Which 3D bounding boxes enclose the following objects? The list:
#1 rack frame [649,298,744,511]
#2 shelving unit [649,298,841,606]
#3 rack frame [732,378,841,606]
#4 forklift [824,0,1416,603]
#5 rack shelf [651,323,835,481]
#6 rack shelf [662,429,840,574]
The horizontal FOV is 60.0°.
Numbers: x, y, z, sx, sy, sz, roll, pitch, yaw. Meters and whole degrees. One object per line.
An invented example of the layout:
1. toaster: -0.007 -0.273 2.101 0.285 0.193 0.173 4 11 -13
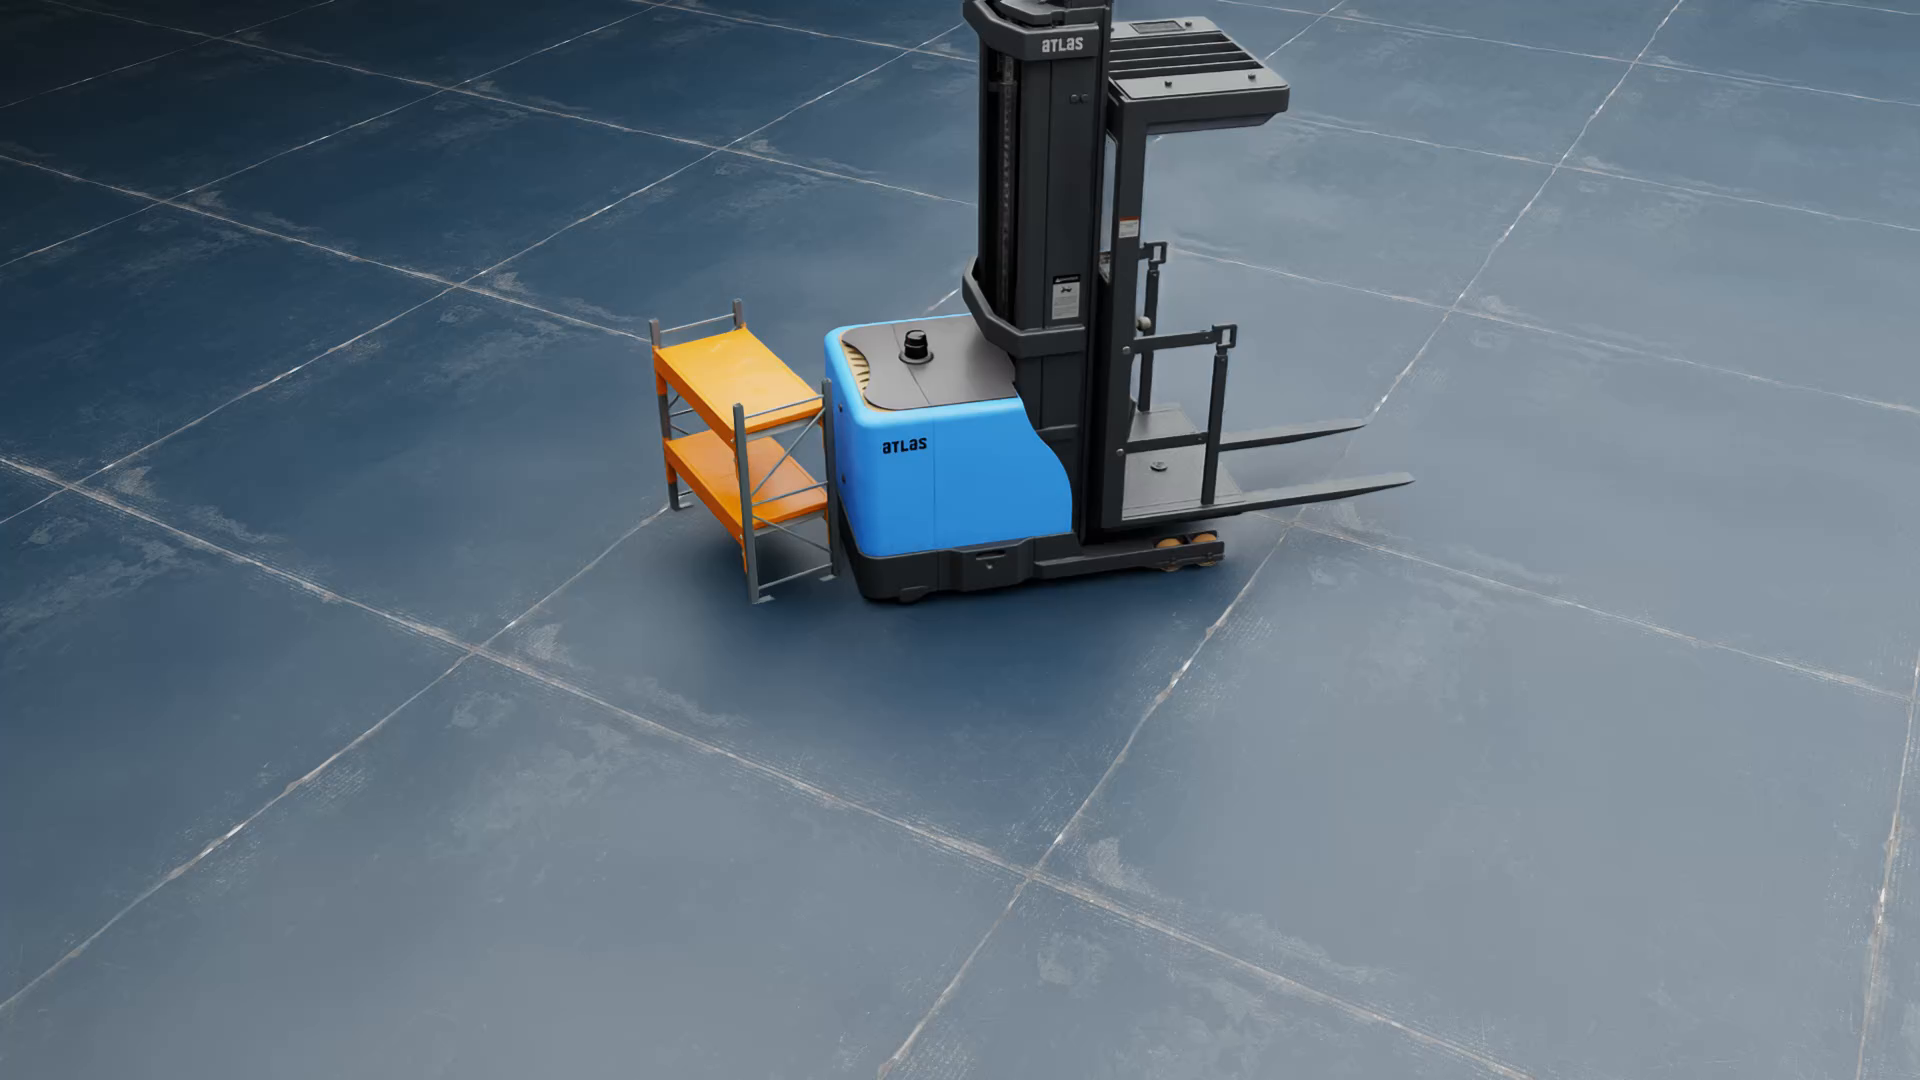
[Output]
1. rack frame: -1.347 -0.704 8.793 0.500 1.125 0.032 -18 38 -25
2. shelving unit: -1.087 -0.462 8.429 0.538 1.125 1.048 -18 38 -25
3. rack frame: -0.827 -0.220 8.065 0.500 1.125 0.032 -18 38 -25
4. forklift: 0.872 -1.336 8.112 3.031 2.935 1.130 -8 34 -11
5. rack shelf: -1.087 -0.706 8.267 0.538 0.278 1.000 -18 38 -25
6. rack shelf: -1.087 -0.258 8.564 0.538 0.278 1.000 -18 38 -25
